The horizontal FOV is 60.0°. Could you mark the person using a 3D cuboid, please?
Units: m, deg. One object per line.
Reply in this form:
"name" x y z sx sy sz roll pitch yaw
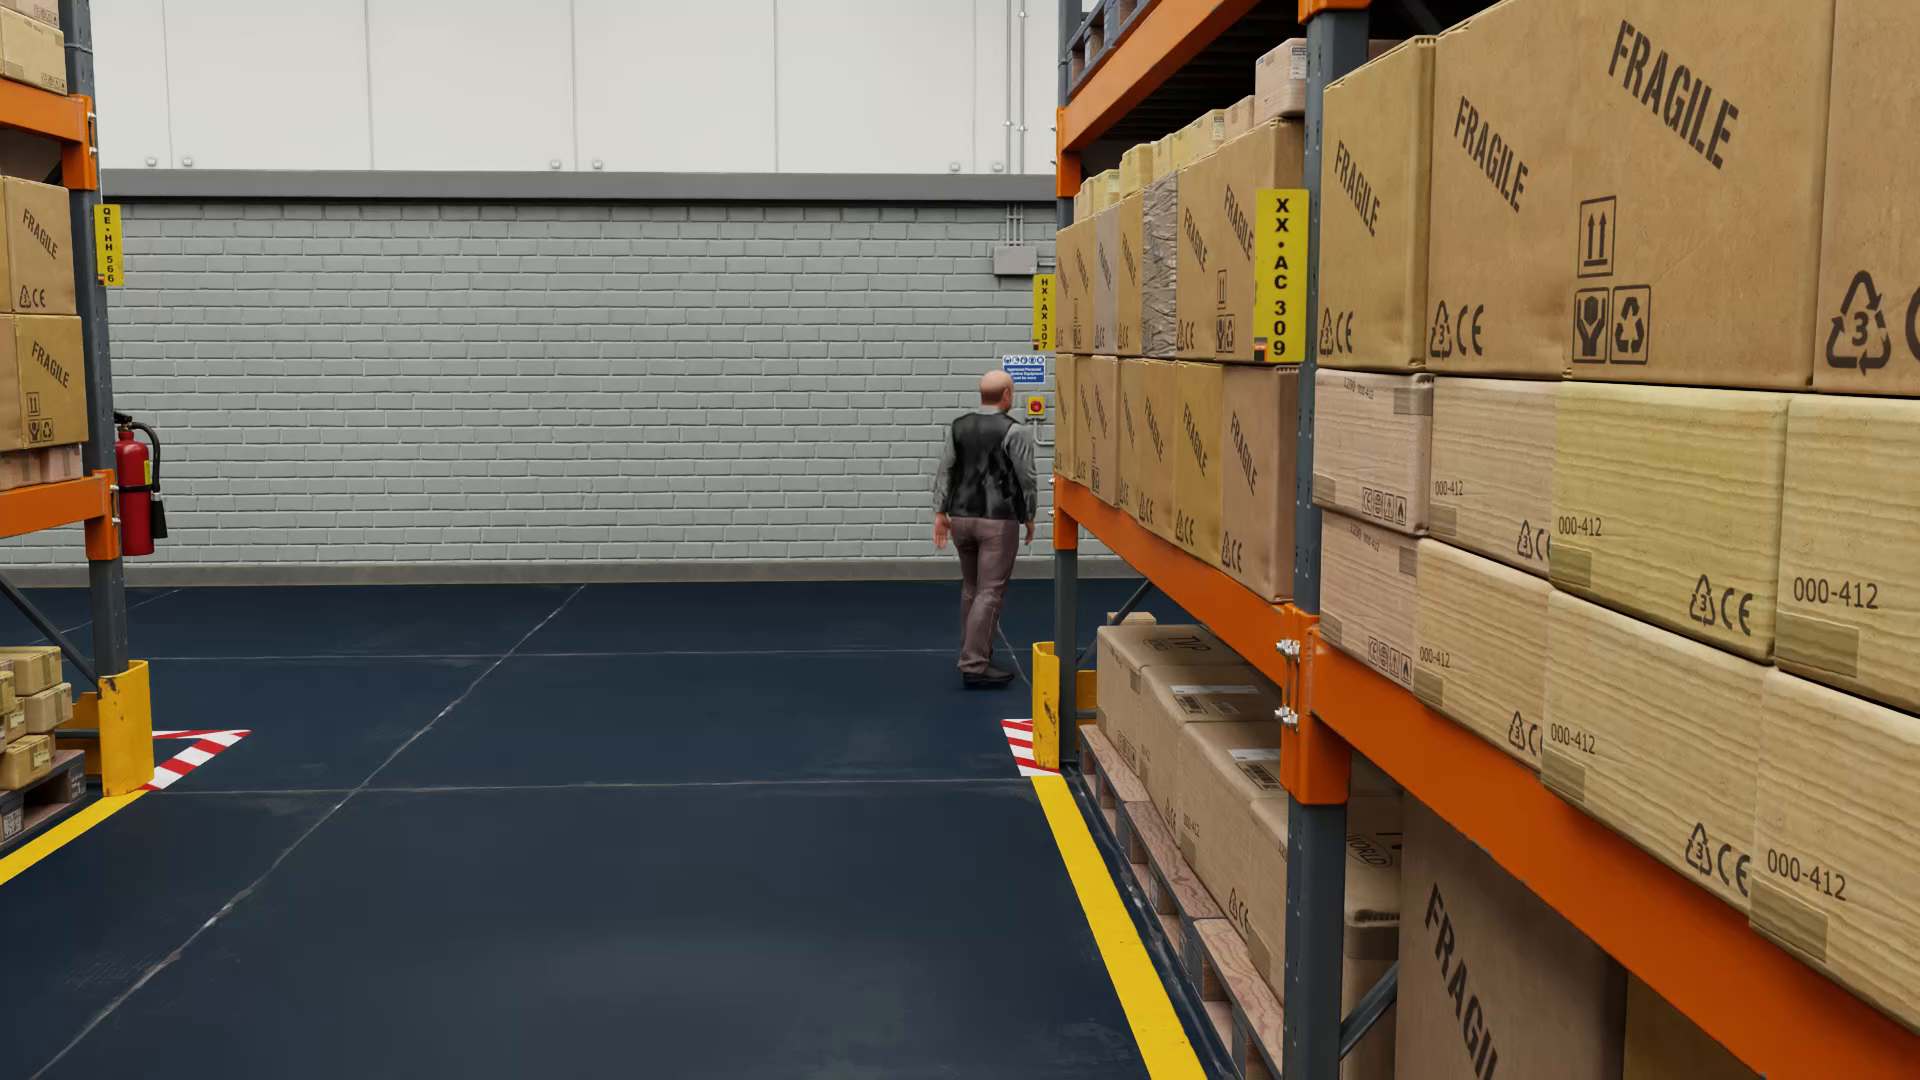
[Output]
"person" 0.133 -0.087 9.176 0.632 1.693 0.757 6 9 39
